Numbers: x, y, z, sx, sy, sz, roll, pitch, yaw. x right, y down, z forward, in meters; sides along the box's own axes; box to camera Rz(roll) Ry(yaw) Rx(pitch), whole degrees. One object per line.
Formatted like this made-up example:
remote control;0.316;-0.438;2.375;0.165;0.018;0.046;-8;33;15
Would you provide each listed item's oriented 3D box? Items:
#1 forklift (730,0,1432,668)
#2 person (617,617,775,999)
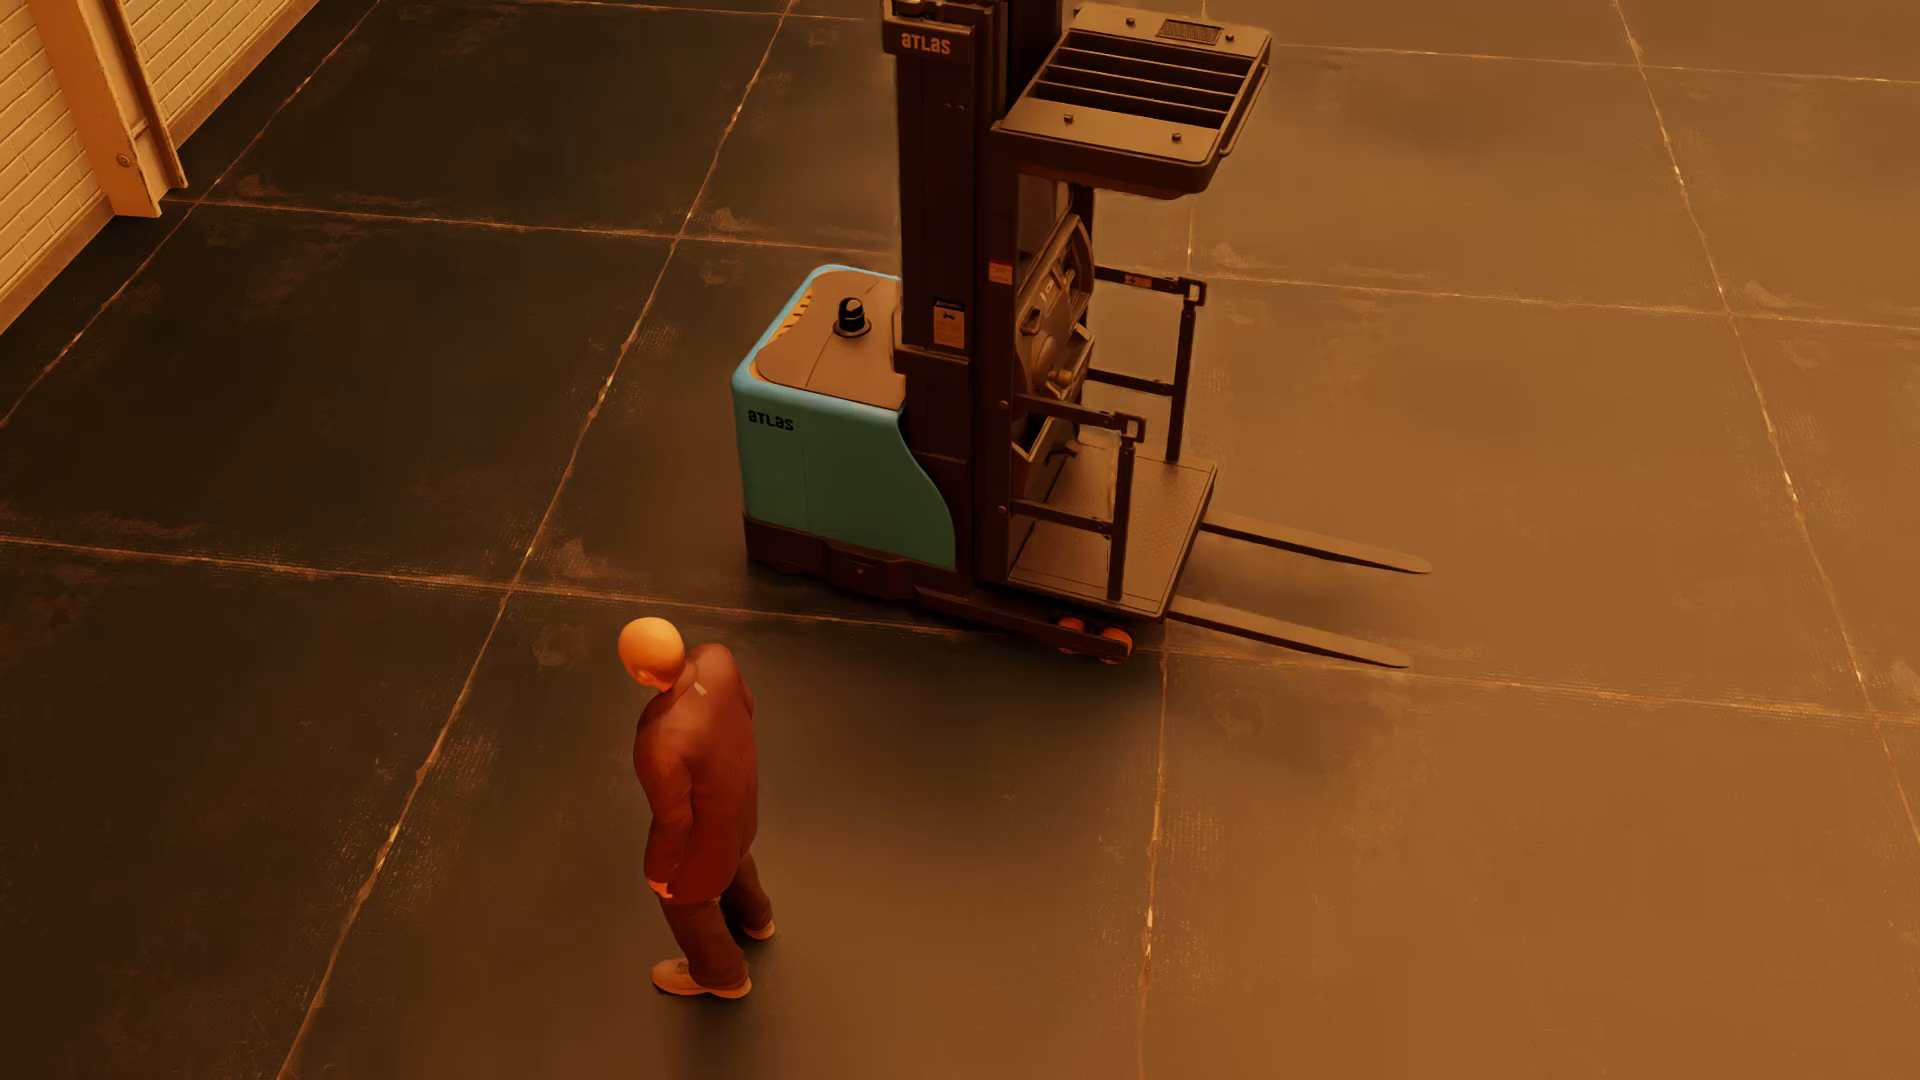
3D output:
forklift;0.575;-0.941;6.749;3.031;2.935;1.130;14;44;14
person;-0.891;0.903;5.597;0.435;1.772;0.654;13;44;14
